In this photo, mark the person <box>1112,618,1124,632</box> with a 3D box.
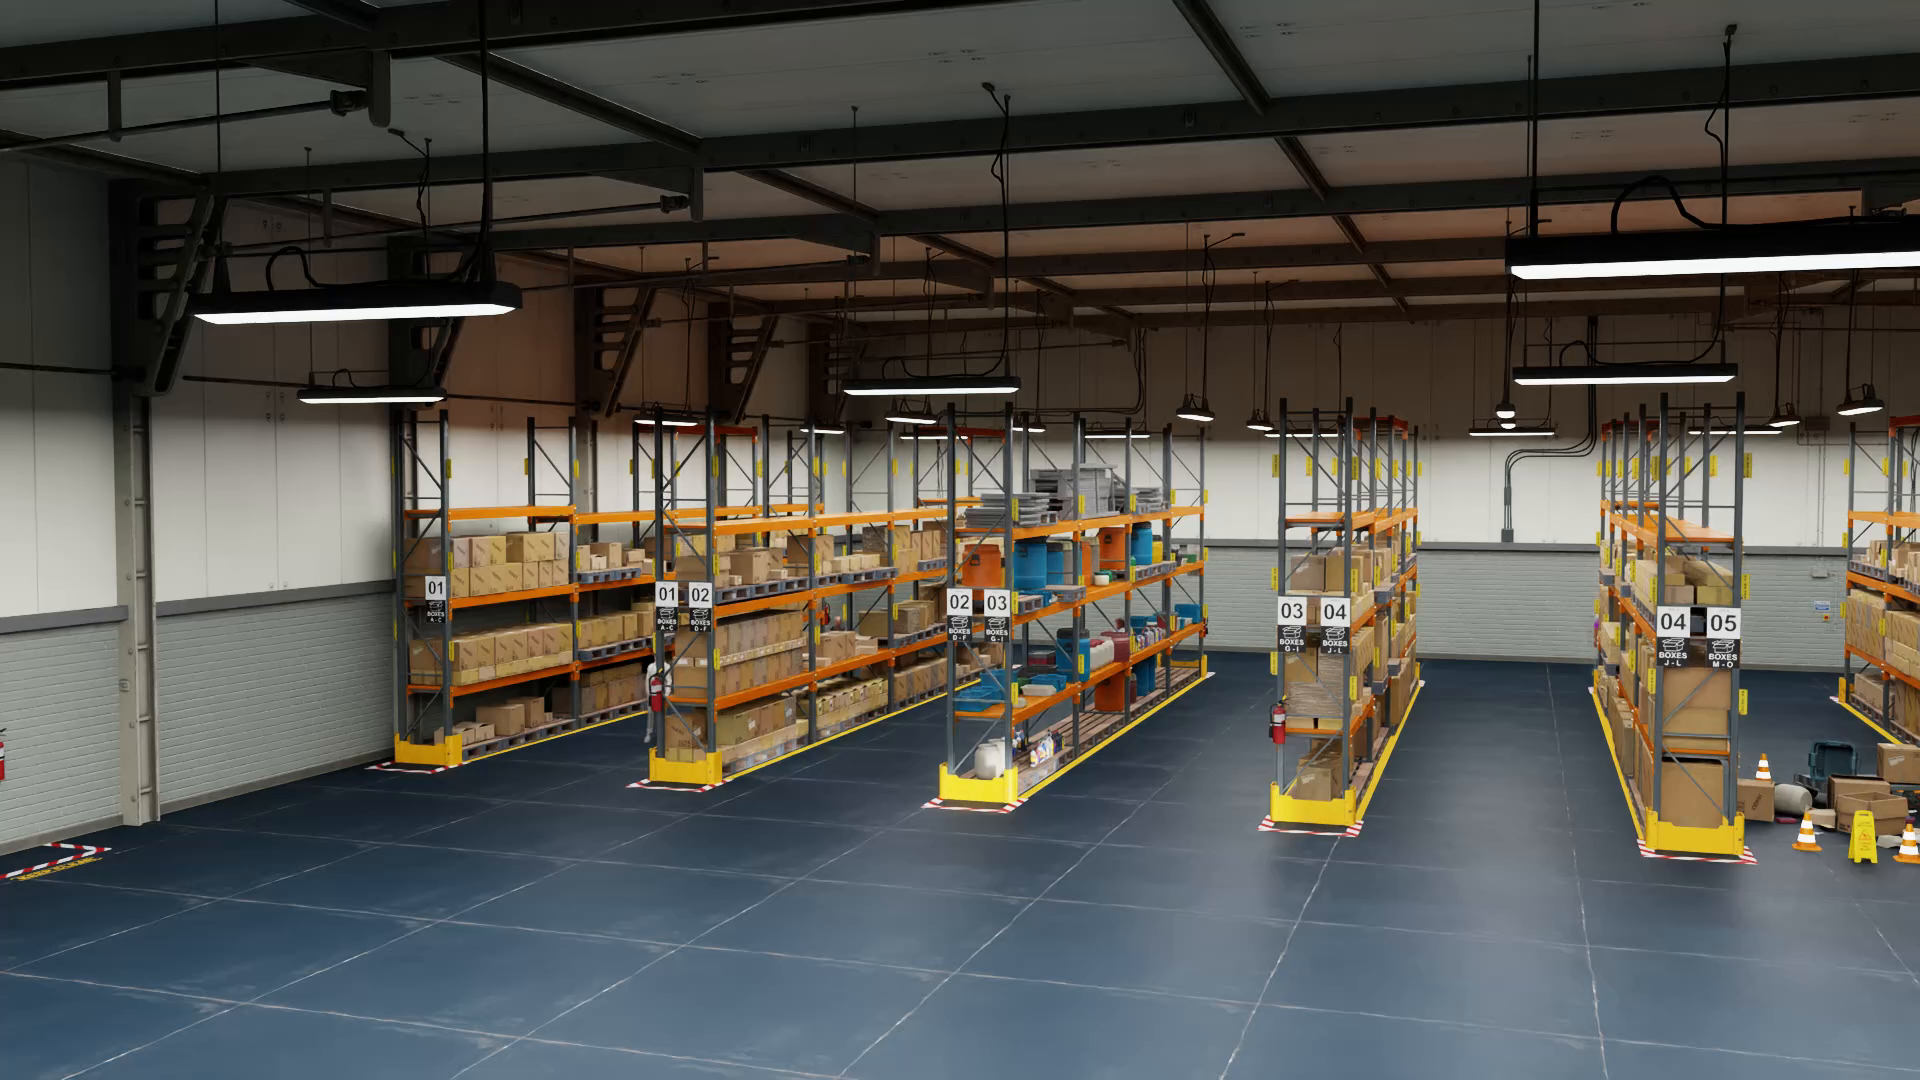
[{"bbox_3d":[3.650,2.568,38.252,0.446,1.546,0.852,2,3,36],"label":"person"}]

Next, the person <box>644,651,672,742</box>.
[{"bbox_3d":[-5.587,2.846,30.773,0.512,1.664,0.826,0,2,-9],"label":"person"}]

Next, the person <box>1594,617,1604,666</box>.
[{"bbox_3d":[15.466,2.424,39.652,0.619,1.782,0.696,0,2,-6],"label":"person"}]

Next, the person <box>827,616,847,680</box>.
[{"bbox_3d":[-2.723,2.554,37.477,0.624,1.704,0.637,0,2,5],"label":"person"}]
